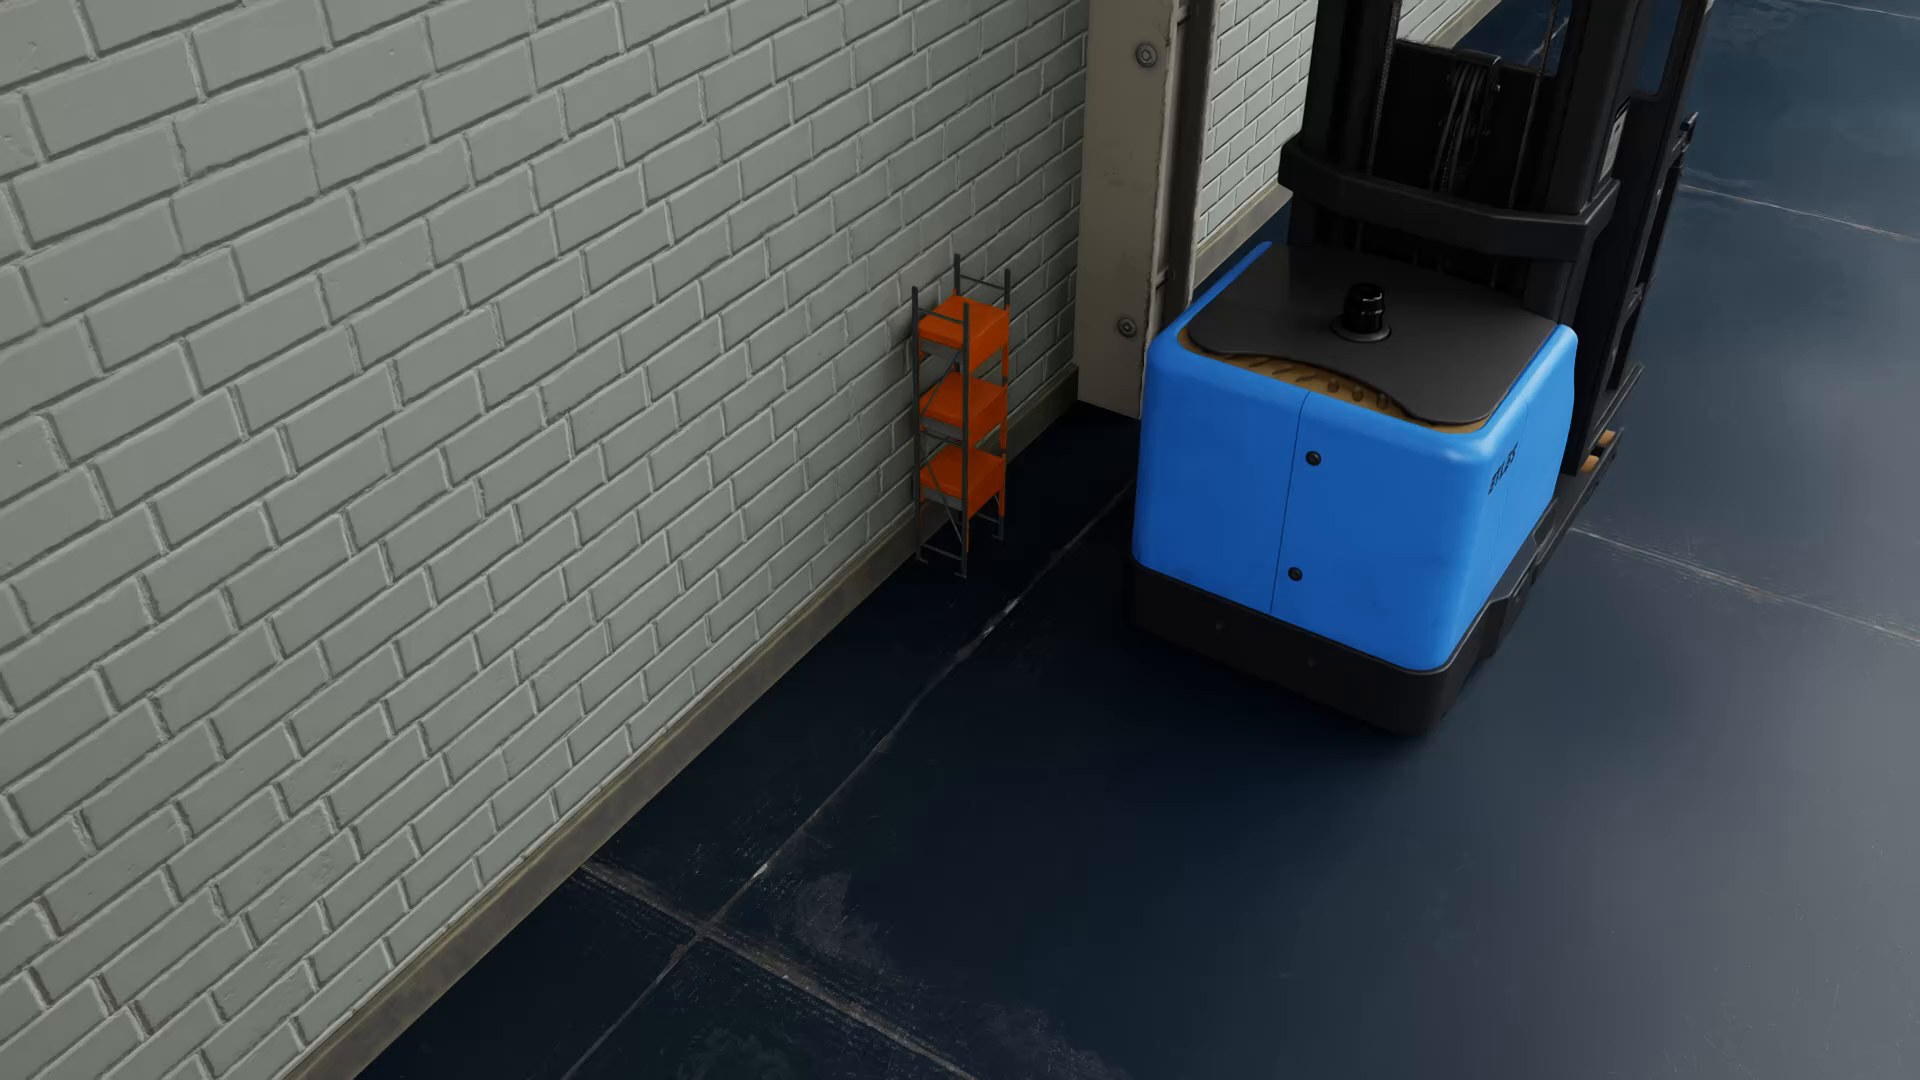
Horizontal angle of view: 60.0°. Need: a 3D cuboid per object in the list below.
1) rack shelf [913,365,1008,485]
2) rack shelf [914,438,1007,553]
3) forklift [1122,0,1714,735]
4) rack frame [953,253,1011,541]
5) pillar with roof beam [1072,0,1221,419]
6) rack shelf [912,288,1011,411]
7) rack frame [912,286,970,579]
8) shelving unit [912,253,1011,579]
[{"bbox_3d":[0.003,-0.374,5.392,0.215,0.259,0.240,21,42,24],"label":"rack shelf"},{"bbox_3d":[0.001,-0.155,5.562,0.215,0.259,0.240,21,42,24],"label":"rack shelf"},{"bbox_3d":[1.752,-1.453,5.234,1.130,2.935,3.031,22,43,26],"label":"forklift"},{"bbox_3d":[0.067,-0.446,5.468,0.200,1.050,0.008,21,42,24],"label":"rack frame"},{"bbox_3d":[4.296,-2.768,1.969,9.100,9.000,0.400,21,42,25],"label":"pillar with roof beam"},{"bbox_3d":[0.004,-0.599,5.218,0.215,0.259,0.240,21,42,24],"label":"rack shelf"},{"bbox_3d":[-0.061,-0.319,5.303,0.200,1.050,0.008,21,42,24],"label":"rack frame"},{"bbox_3d":[0.003,-0.383,5.385,0.215,1.050,0.252,21,42,24],"label":"shelving unit"}]
